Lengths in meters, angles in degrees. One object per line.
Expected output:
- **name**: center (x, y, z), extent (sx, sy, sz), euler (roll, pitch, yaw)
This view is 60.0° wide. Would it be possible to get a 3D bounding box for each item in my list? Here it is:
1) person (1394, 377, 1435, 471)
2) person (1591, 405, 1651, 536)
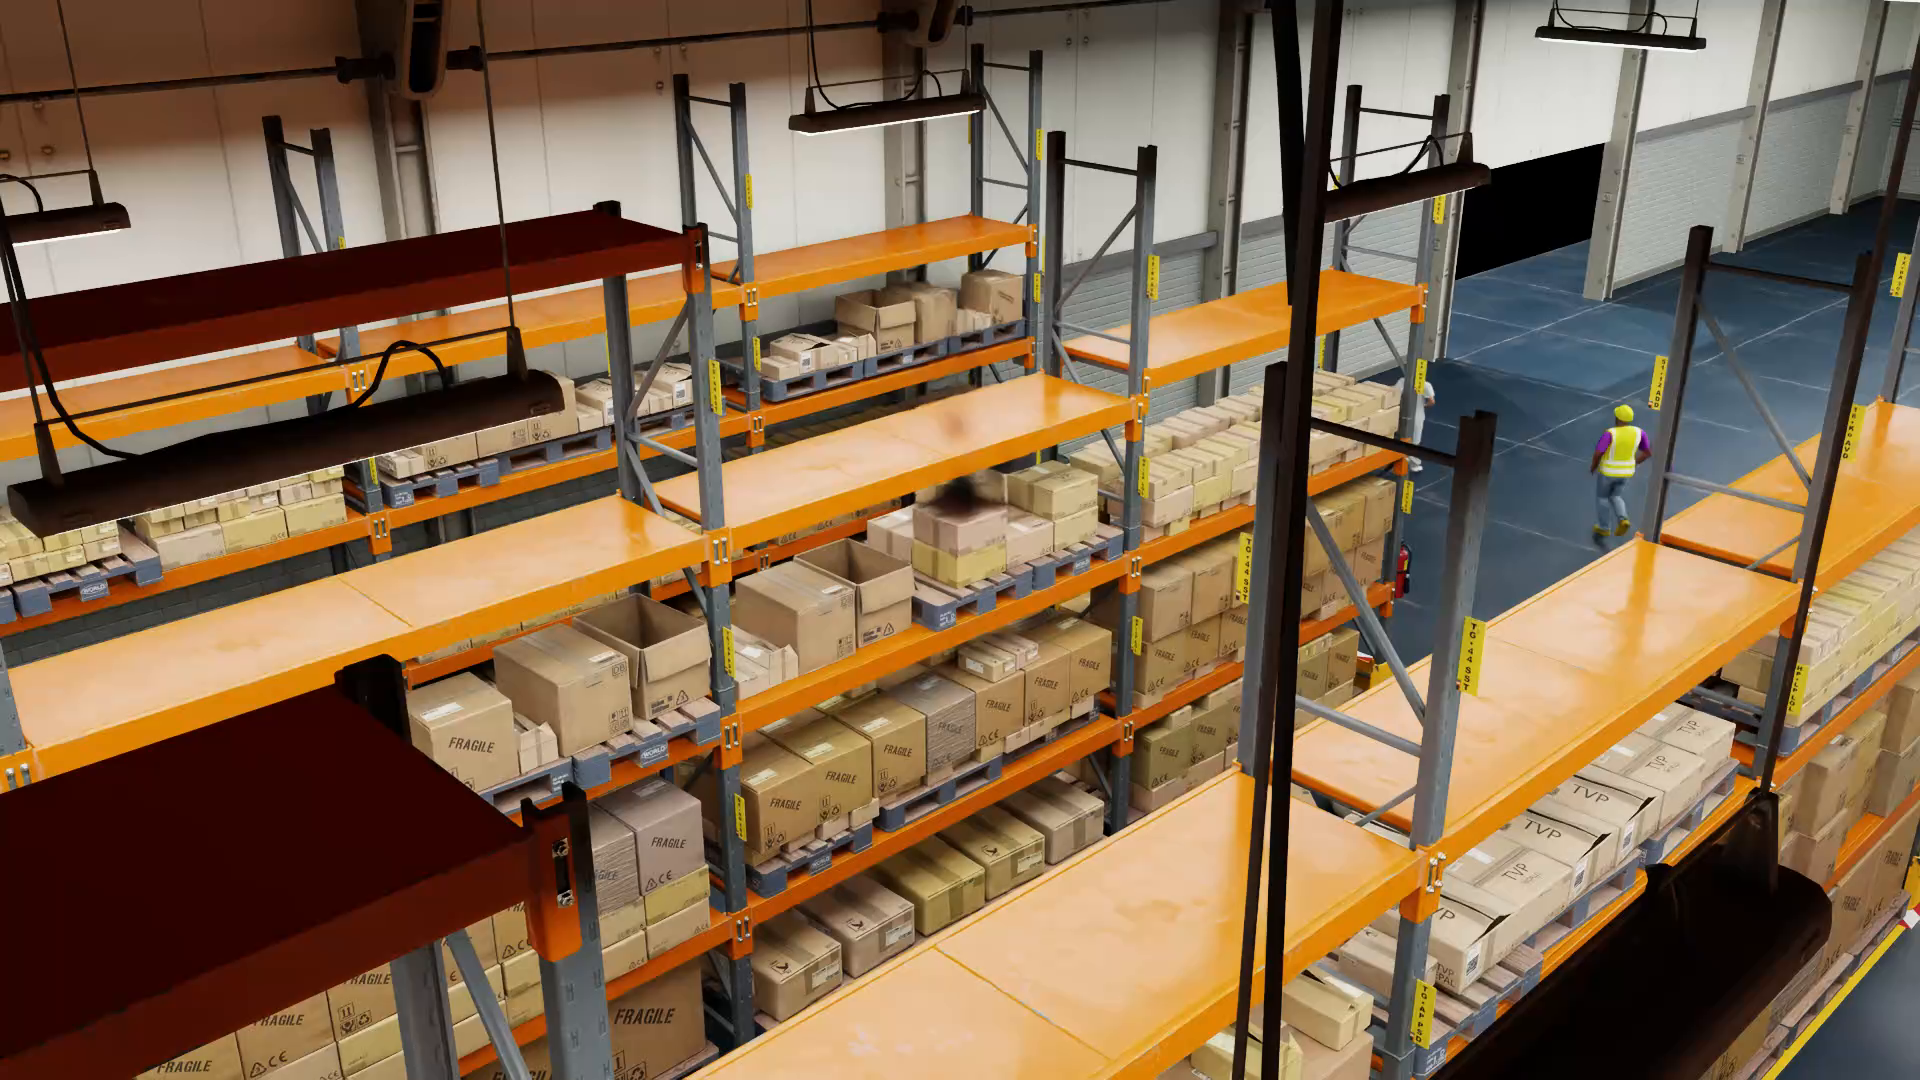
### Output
- **person**: center (6.136, -1.628, 22.640), extent (0.587, 1.662, 0.961), euler (13, 26, 29)
- **person**: center (8.153, -0.829, 20.615), extent (0.710, 1.734, 0.642), euler (0, 22, -1)
